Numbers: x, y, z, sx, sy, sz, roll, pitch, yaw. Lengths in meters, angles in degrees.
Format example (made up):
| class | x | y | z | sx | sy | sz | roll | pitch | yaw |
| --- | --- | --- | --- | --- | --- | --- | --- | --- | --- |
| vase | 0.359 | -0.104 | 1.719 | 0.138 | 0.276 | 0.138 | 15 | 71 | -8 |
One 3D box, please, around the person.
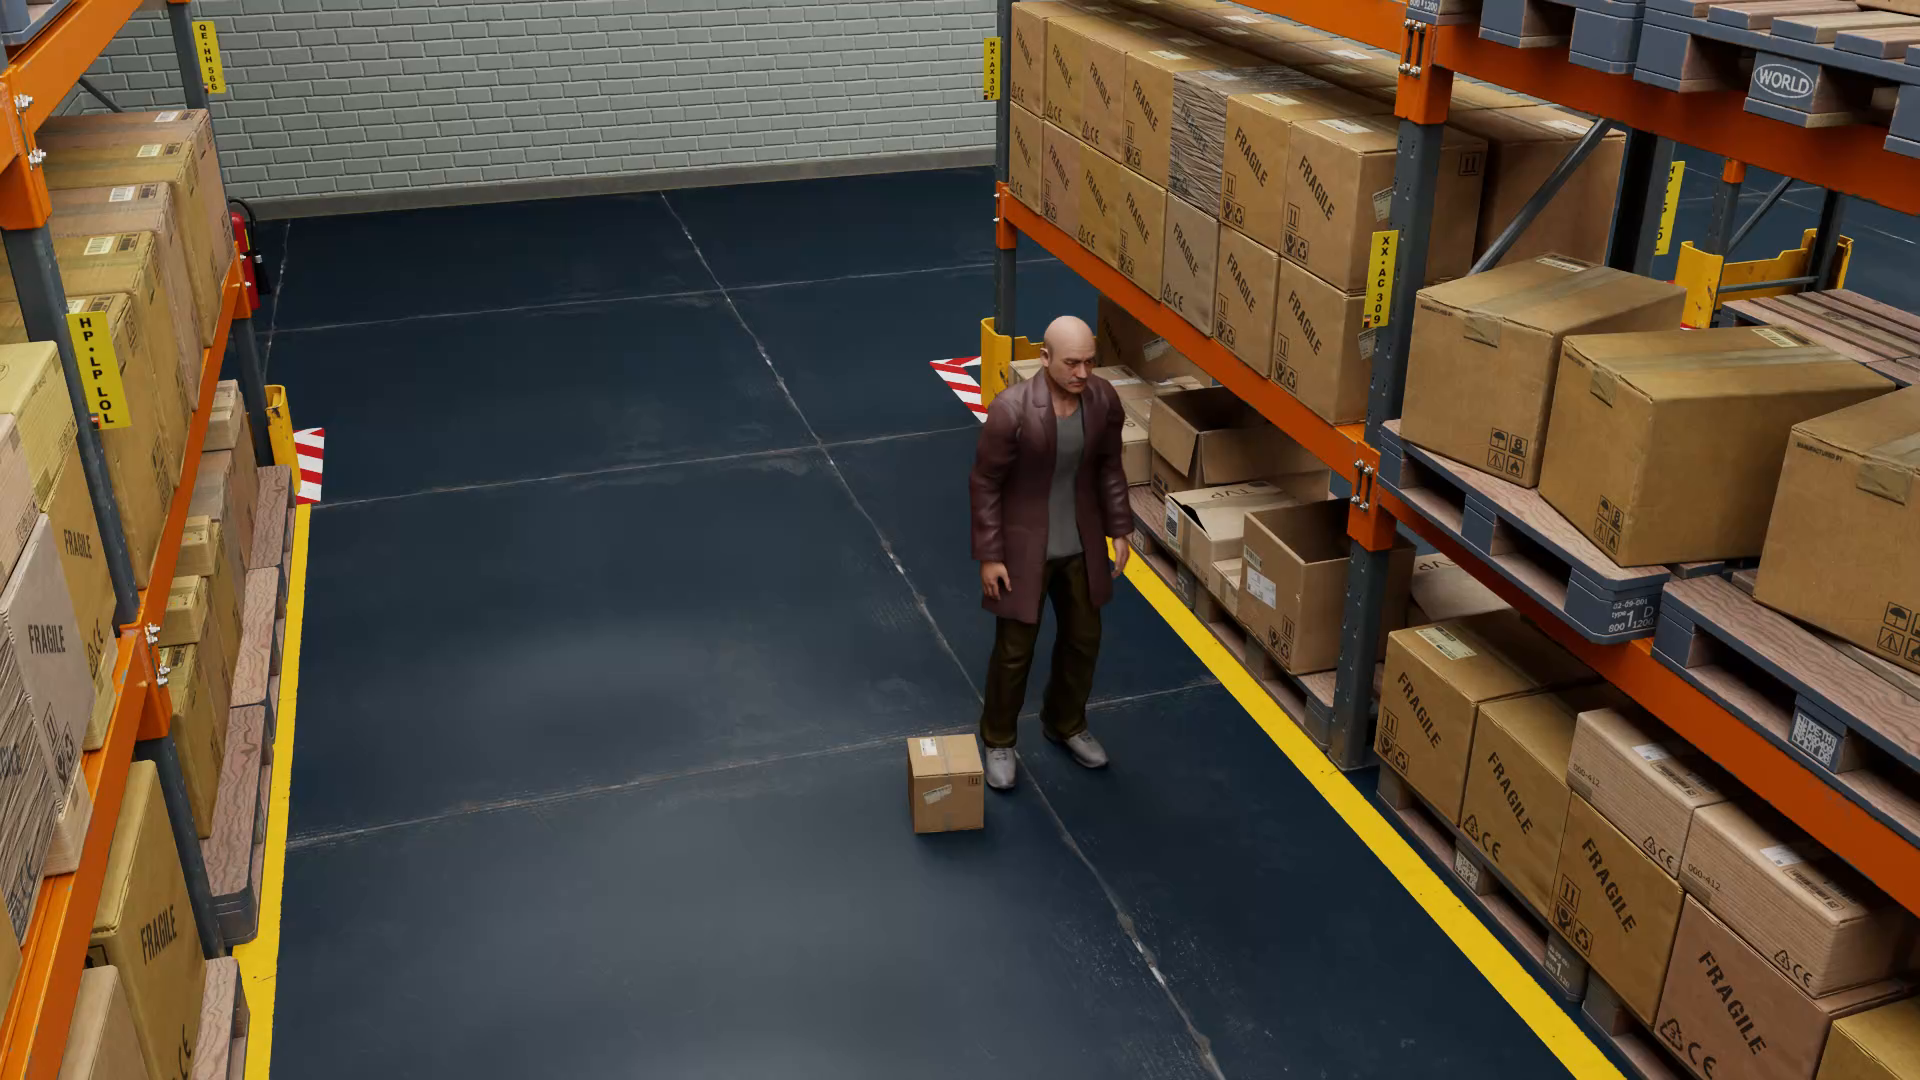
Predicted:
| class | x | y | z | sx | sy | sz | roll | pitch | yaw |
| --- | --- | --- | --- | --- | --- | --- | --- | --- | --- |
| person | 0.339 | 0.028 | 6.072 | 0.654 | 1.775 | 0.424 | -11 | 28 | -21 |
